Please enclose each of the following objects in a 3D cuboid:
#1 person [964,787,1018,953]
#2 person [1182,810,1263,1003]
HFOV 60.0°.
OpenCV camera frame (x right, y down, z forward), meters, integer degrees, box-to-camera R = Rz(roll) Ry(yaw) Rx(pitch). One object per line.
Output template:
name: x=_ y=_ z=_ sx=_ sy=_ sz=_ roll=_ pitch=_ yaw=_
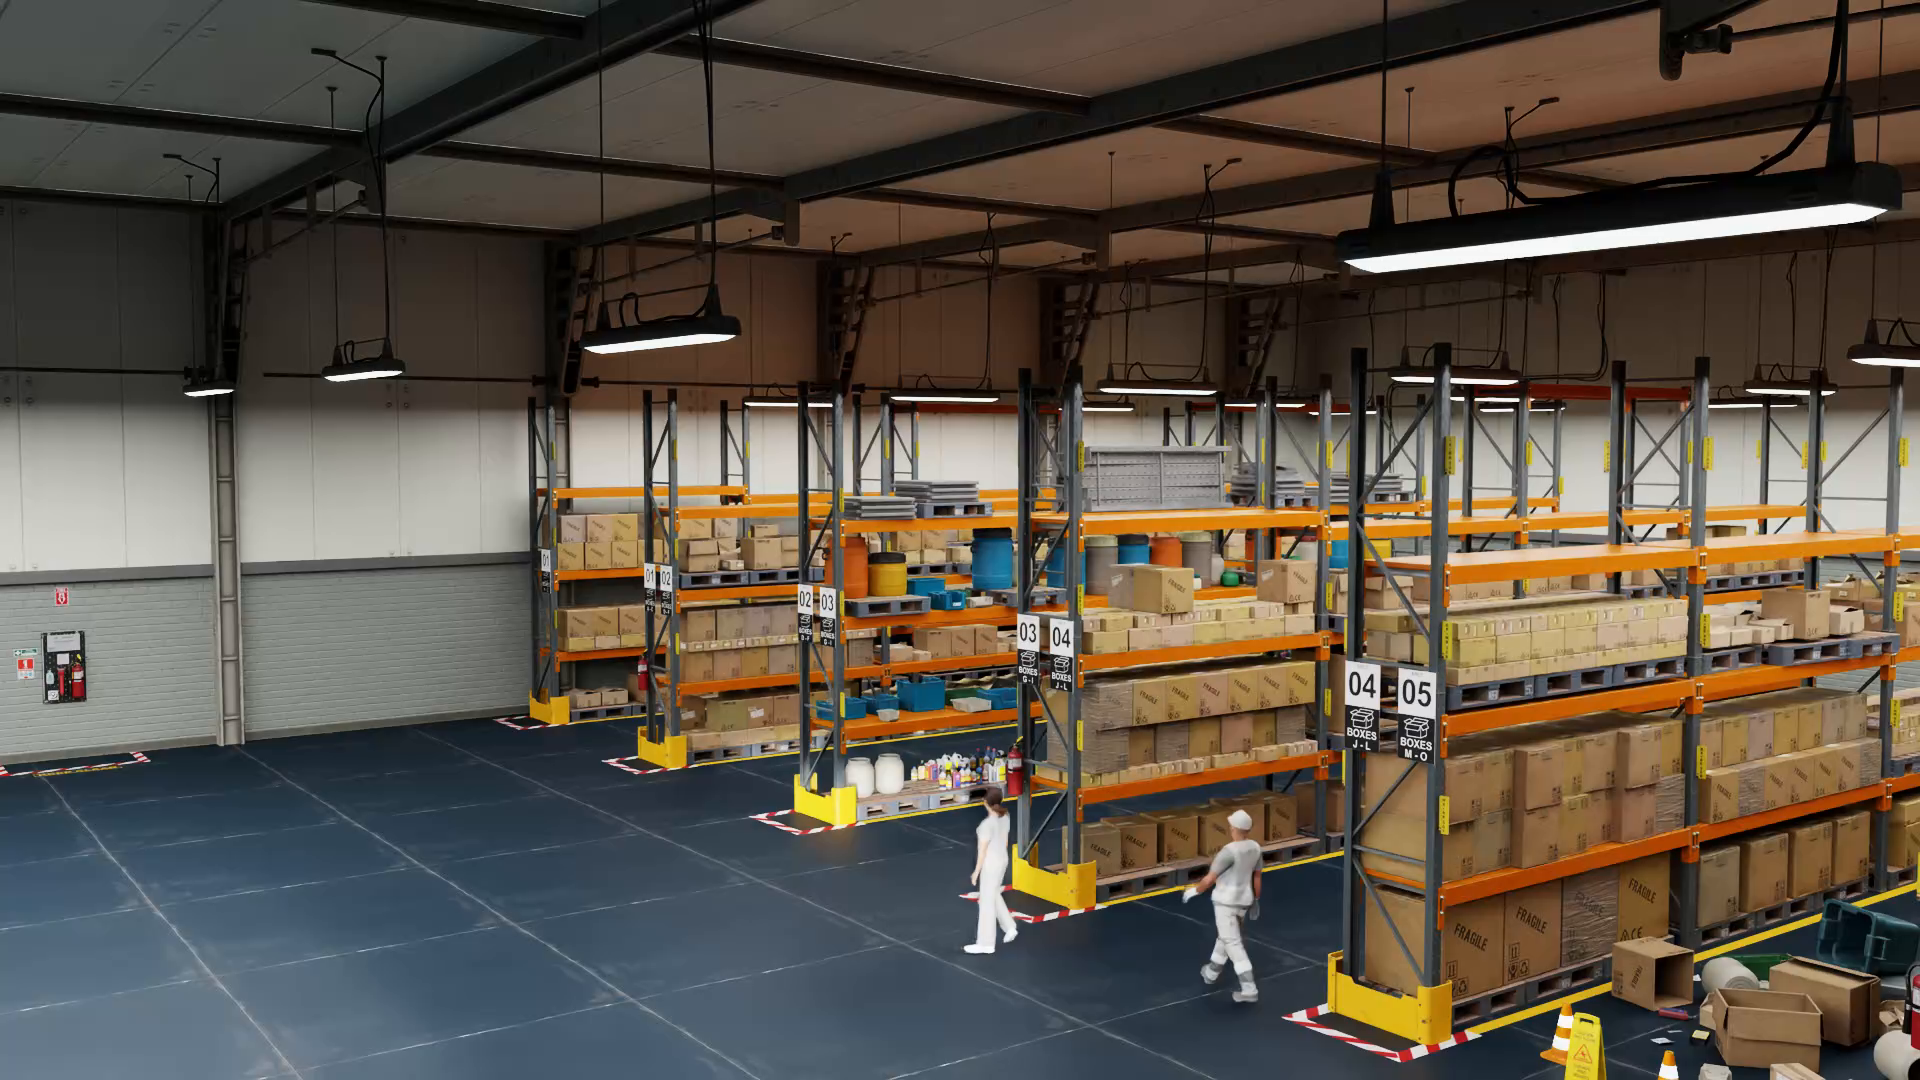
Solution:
person: x=0.334 y=3.321 z=16.872 sx=0.462 sy=1.675 sz=0.550 roll=1 pitch=4 yaw=22
person: x=2.499 y=3.376 z=15.494 sx=0.662 sy=1.745 sz=1.061 roll=-2 pitch=4 yaw=-30
